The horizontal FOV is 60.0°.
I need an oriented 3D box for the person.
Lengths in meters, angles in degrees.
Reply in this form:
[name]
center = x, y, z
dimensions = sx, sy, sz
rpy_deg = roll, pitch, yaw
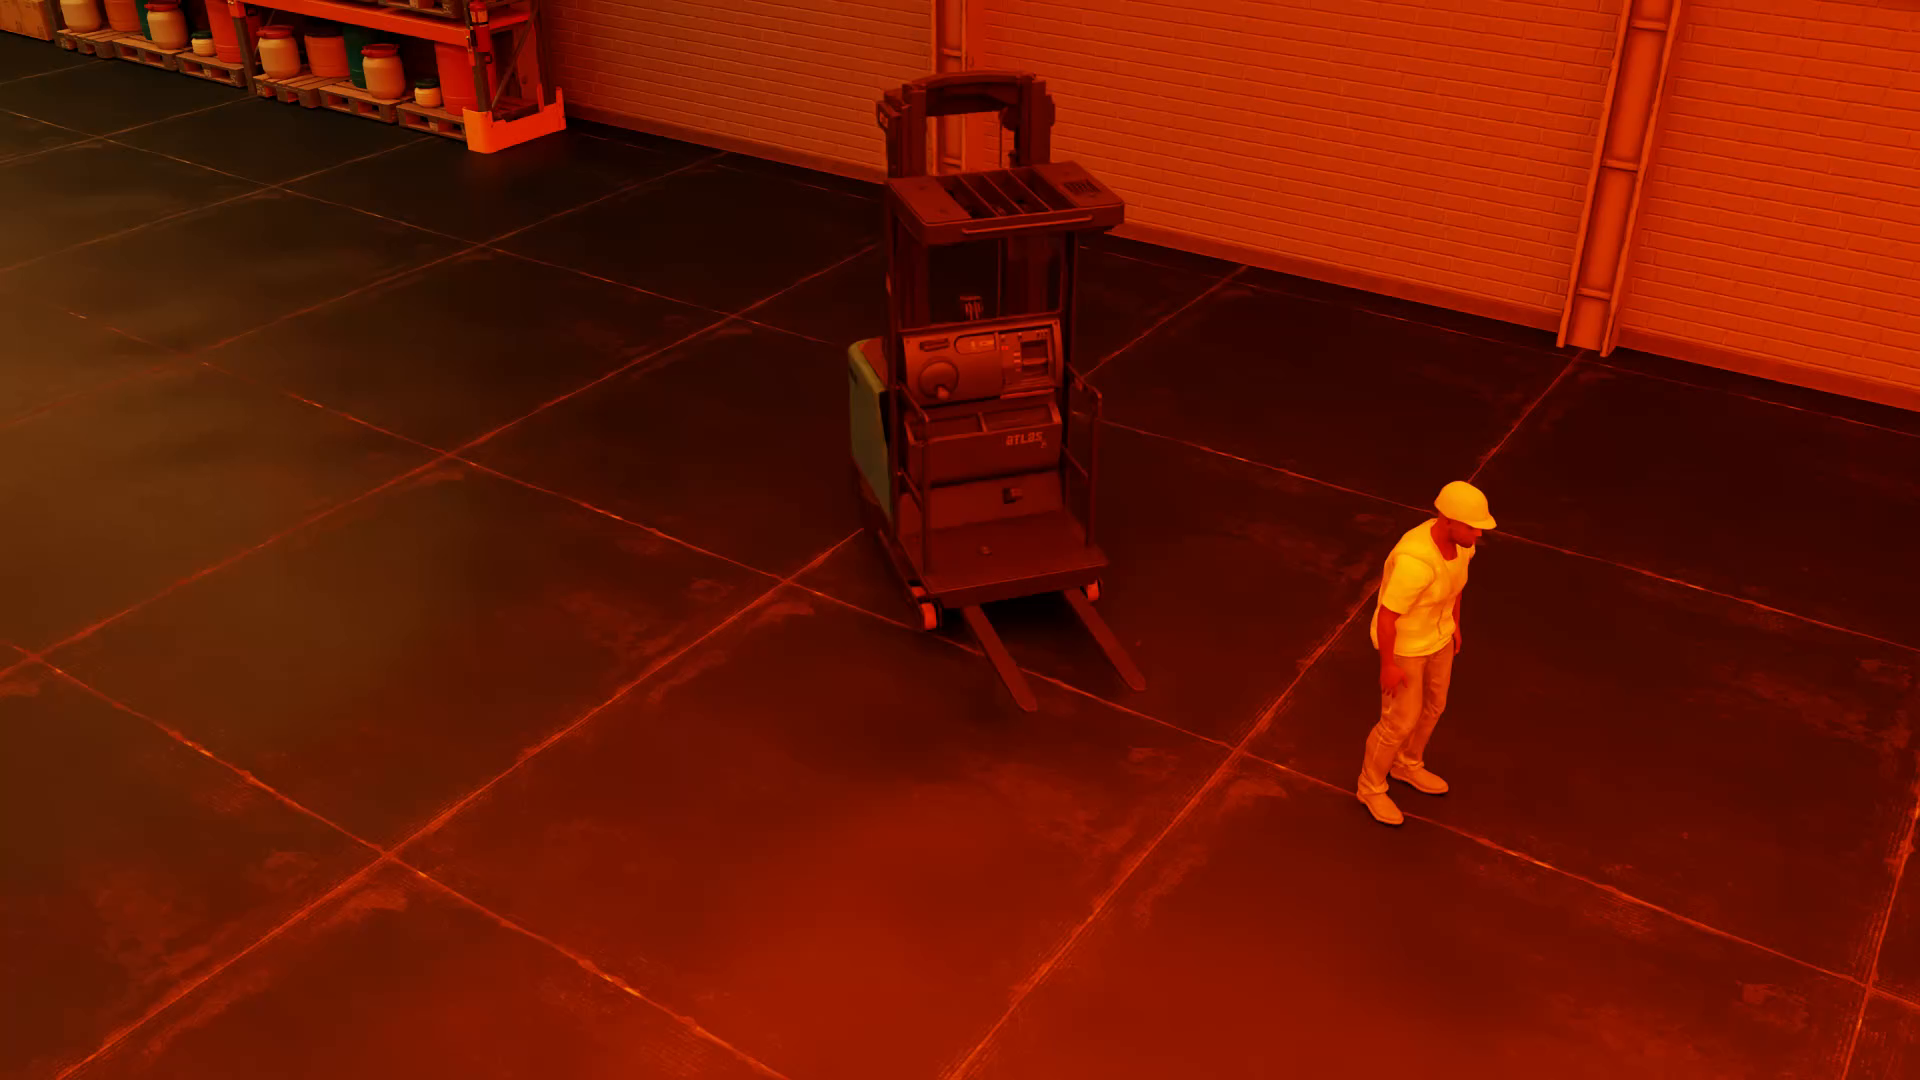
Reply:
[person]
center = 2.200, 0.497, 7.896
dimensions = 0.626, 1.759, 0.463
rpy_deg = -24, 38, -35

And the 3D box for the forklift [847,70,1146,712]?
[forklift]
center = 0.202, -0.969, 9.250
dimensions = 1.130, 2.935, 3.031
rpy_deg = -9, 31, -15
